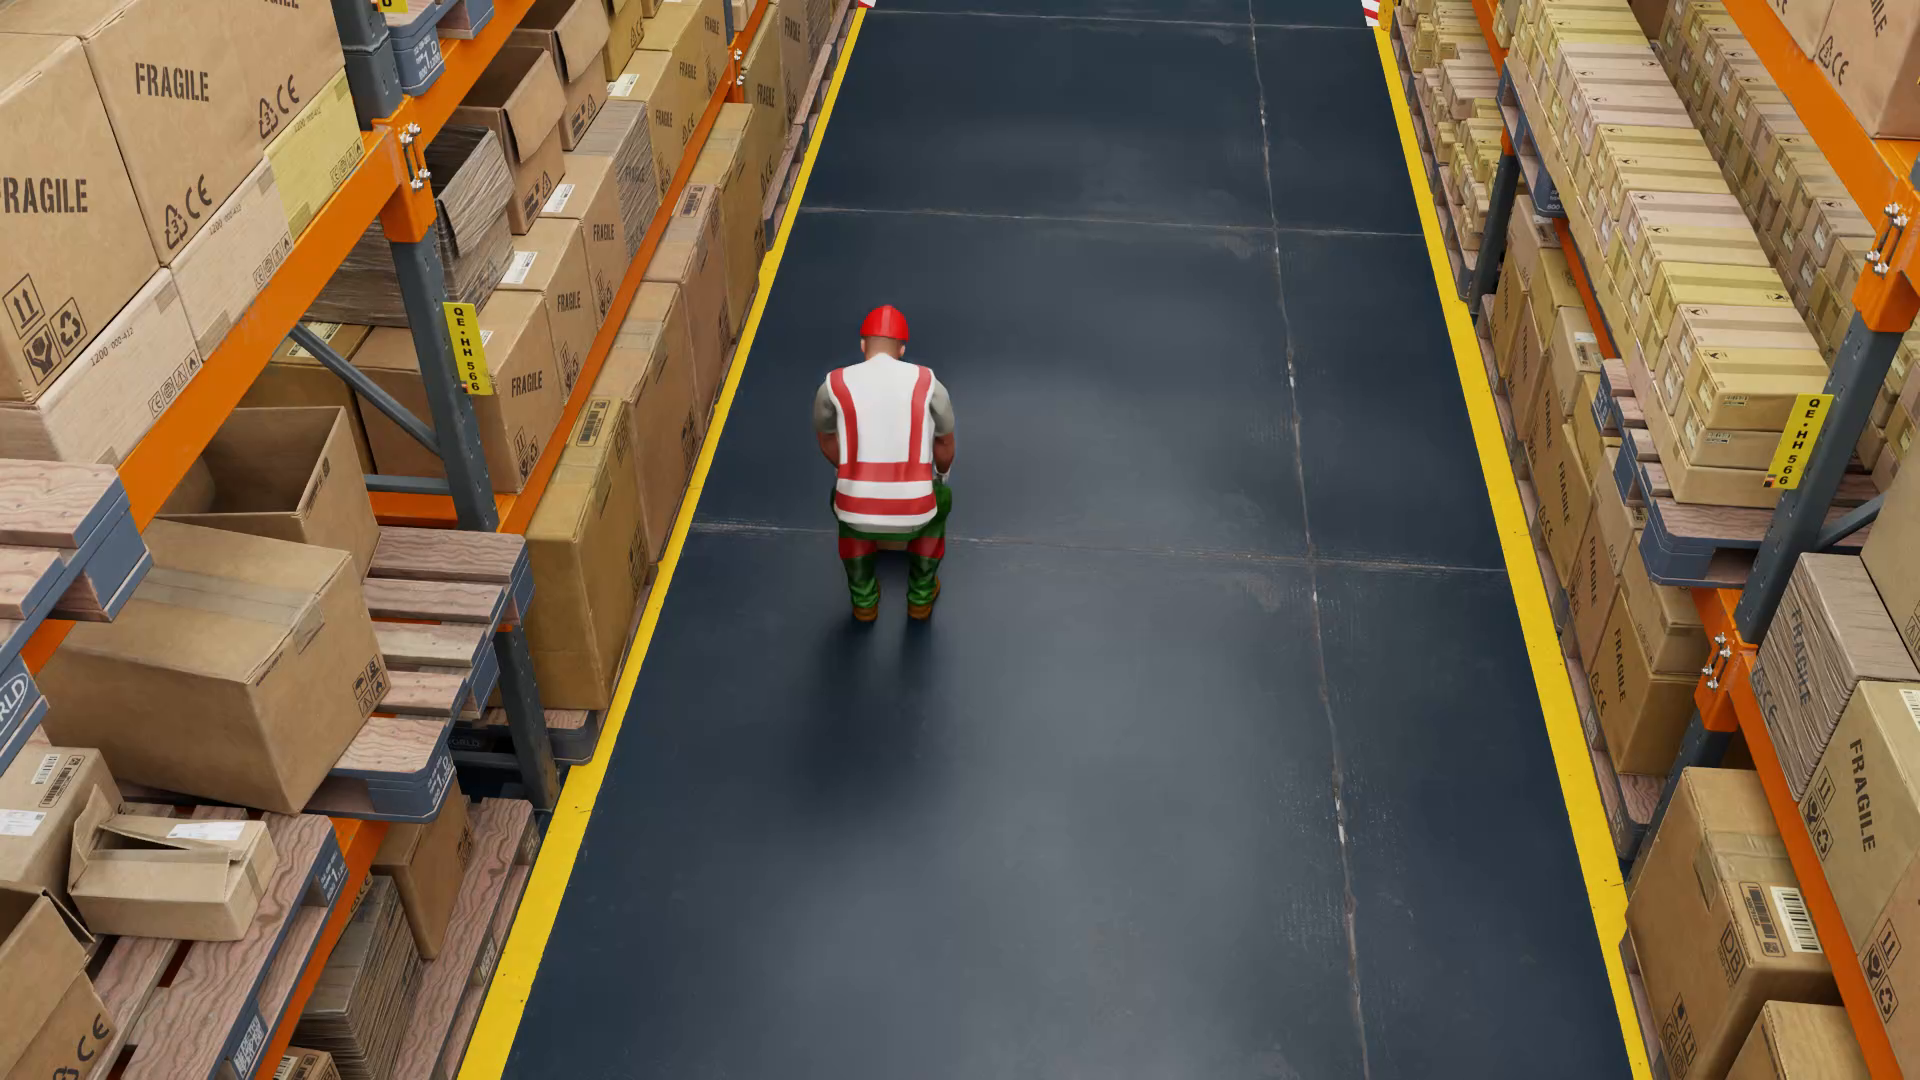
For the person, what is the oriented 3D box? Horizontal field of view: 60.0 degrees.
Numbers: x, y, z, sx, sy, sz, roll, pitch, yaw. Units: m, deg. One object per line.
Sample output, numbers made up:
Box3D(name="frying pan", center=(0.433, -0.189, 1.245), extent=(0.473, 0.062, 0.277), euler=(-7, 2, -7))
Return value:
Box3D(name="person", center=(-0.322, -0.266, 6.872), extent=(0.582, 1.260, 0.829), euler=(3, 40, 4))
